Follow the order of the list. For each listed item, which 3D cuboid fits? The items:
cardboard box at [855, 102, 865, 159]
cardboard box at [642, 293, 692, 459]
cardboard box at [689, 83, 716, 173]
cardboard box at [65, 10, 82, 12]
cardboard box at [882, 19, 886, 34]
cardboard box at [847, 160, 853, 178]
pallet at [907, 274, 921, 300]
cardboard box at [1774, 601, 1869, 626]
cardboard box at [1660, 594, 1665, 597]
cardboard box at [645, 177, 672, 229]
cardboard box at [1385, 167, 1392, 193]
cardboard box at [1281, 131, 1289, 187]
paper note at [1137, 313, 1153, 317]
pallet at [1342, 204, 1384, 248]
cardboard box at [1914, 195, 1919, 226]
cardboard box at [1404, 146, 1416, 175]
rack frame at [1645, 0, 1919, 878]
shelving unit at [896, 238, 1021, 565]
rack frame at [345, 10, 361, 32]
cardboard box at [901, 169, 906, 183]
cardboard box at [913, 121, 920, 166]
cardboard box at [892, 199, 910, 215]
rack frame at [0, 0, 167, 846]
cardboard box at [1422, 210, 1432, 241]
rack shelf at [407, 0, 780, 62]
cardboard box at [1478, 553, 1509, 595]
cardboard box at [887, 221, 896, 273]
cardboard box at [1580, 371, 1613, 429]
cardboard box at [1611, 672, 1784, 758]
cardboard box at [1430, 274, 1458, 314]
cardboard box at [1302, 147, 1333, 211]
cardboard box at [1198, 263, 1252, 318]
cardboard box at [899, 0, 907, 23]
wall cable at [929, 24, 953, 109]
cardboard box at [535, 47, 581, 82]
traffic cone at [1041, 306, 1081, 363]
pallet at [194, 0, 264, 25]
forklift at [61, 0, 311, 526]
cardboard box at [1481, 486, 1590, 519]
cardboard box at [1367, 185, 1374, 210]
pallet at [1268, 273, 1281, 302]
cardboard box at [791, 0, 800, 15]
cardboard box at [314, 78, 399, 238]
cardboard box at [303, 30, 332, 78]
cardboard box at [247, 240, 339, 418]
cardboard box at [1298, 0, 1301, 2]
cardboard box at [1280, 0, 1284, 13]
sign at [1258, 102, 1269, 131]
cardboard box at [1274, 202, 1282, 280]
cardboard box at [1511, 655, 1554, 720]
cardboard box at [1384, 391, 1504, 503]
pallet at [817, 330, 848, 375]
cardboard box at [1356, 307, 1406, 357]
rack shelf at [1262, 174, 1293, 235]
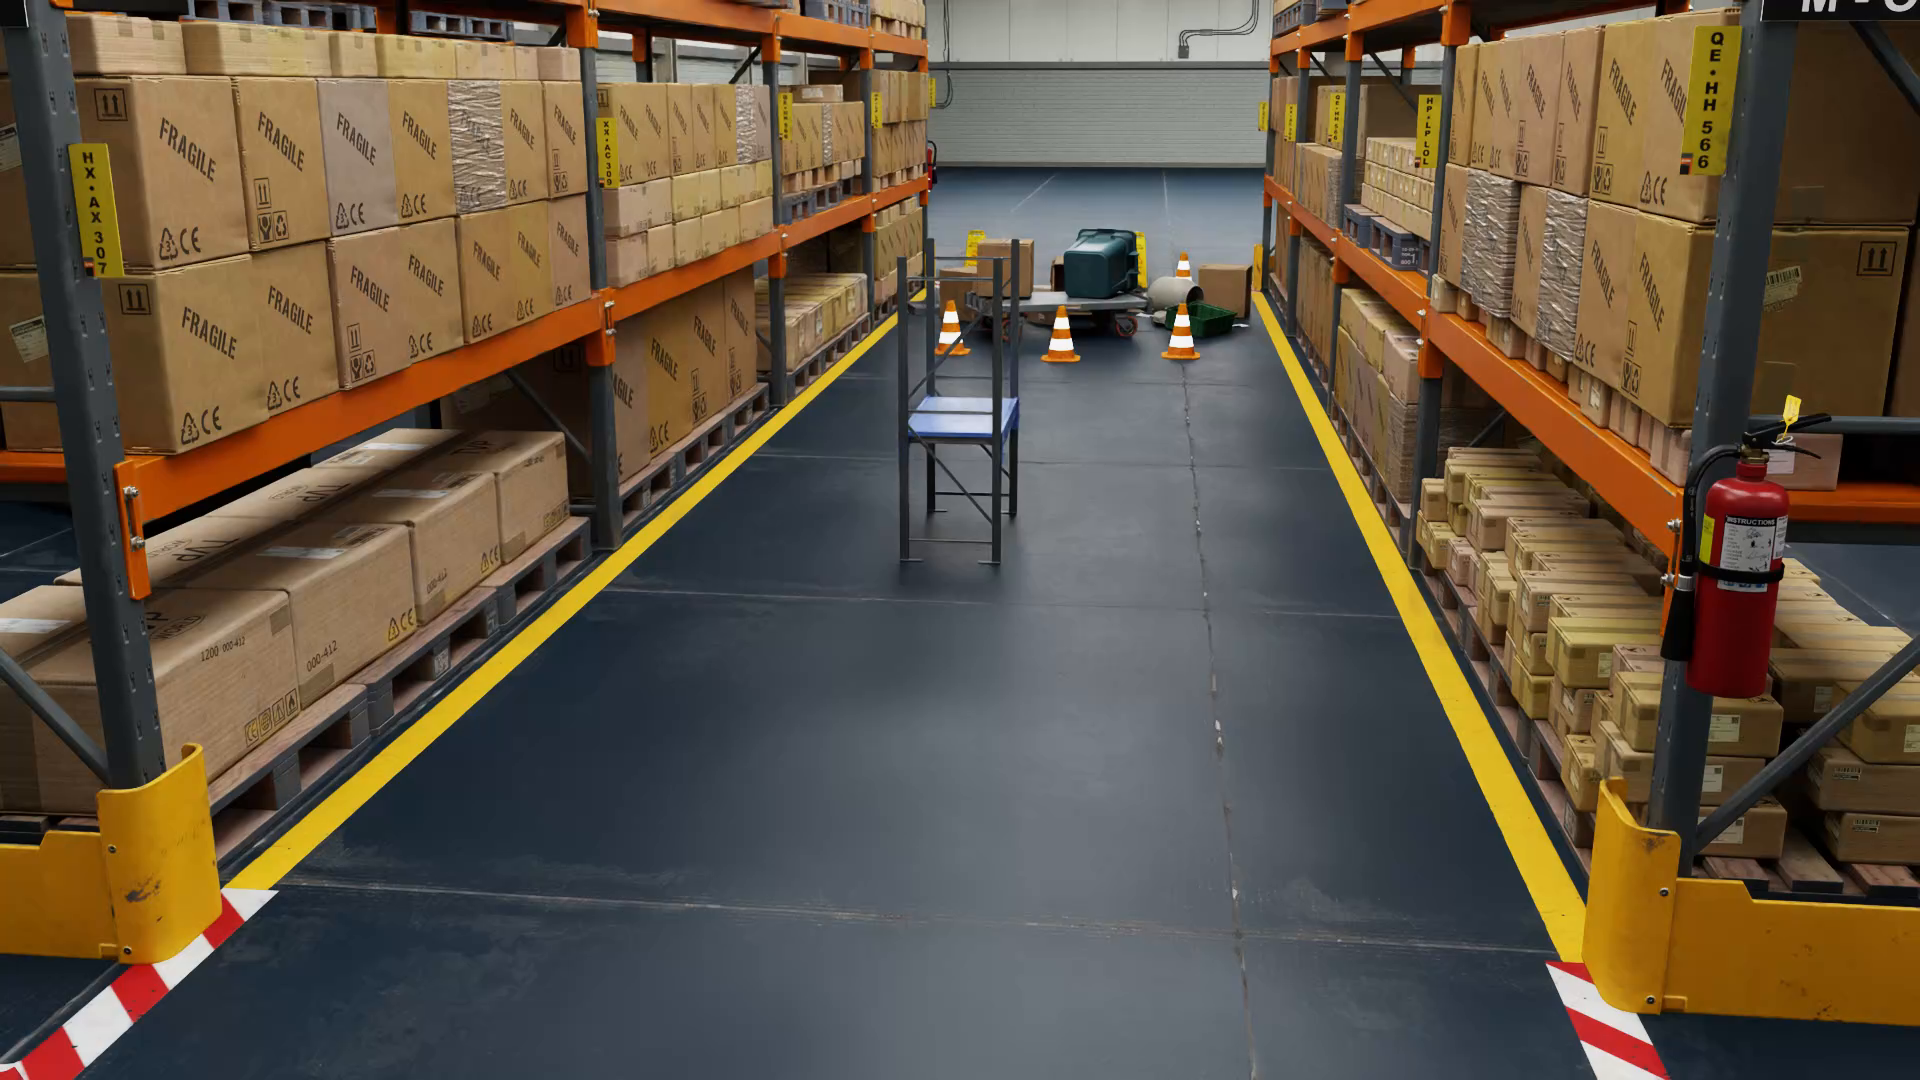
[{"bbox_3d":[-1.158,-3.756,15.241,0.500,0.500,0.500,1,15,5],"label":"cardboard box"},{"bbox_3d":[-2.152,-0.988,9.836,0.875,0.875,0.875,2,15,8],"label":"cardboard box"},{"bbox_3d":[-1.761,-2.447,9.858,0.500,0.500,0.500,1,15,5],"label":"cardboard box"},{"bbox_3d":[-6.535,-3.831,11.626,0.500,0.250,0.500,1,15,4],"label":"cardboard box"},{"bbox_3d":[-0.943,-5.155,16.715,0.380,0.149,0.250,1,15,5],"label":"cardboard box"},{"bbox_3d":[-1.159,-3.292,14.768,0.380,0.149,0.250,1,15,5],"label":"cardboard box"},{"bbox_3d":[-1.018,-2.950,19.169,1.003,0.211,1.213,2,15,6],"label":"pallet"},{"bbox_3d":[2.651,0.301,5.321,0.380,0.149,0.250,1,15,4],"label":"cardboard box"},{"bbox_3d":[2.644,0.303,5.882,0.380,0.149,0.250,2,15,9],"label":"cardboard box"},{"bbox_3d":[-1.876,-1.824,8.992,0.500,0.250,0.500,2,15,7],"label":"cardboard box"},{"bbox_3d":[2.778,-2.167,10.037,0.380,0.149,0.250,2,15,6],"label":"cardboard box"},{"bbox_3d":[3.803,-3.958,17.264,0.875,0.550,0.500,2,15,6],"label":"cardboard box"},{"bbox_3d":[1.930,-2.338,17.264,0.172,0.023,0.155,7,17,25],"label":"paper note"},{"bbox_3d":[3.170,-2.051,10.867,1.213,0.211,1.003,2,15,6],"label":"pallet"},{"bbox_3d":[2.556,-1.040,4.083,0.500,0.500,0.500,2,15,6],"label":"cardboard box"},{"bbox_3d":[2.692,-2.110,9.257,0.380,0.149,0.250,1,15,4],"label":"cardboard box"},{"bbox_3d":[2.241,-0.256,3.864,1.000,3.000,0.127,2,15,6],"label":"rack frame"},{"bbox_3d":[0.010,-0.746,8.548,0.538,1.500,1.048,2,15,6],"label":"shelving unit"},{"bbox_3d":[-6.267,-3.634,16.353,1.000,3.000,0.127,2,15,6],"label":"rack frame"},{"bbox_3d":[-0.787,-3.967,18.069,0.380,0.149,0.250,2,15,6],"label":"cardboard box"},{"bbox_3d":[-0.732,-4.439,18.571,0.500,0.500,0.500,2,15,6],"label":"cardboard box"},{"bbox_3d":[-0.752,-3.630,18.125,0.380,0.149,0.250,2,15,9],"label":"cardboard box"},{"bbox_3d":[-2.688,-0.376,4.306,1.000,3.000,0.127,2,15,6],"label":"rack frame"},{"bbox_3d":[2.600,-1.616,8.569,0.380,0.149,0.250,2,15,6],"label":"cardboard box"},{"bbox_3d":[-2.011,-3.033,9.764,1.077,0.370,4.000,2,15,6],"label":"rack shelf"},{"bbox_3d":[2.224,0.157,6.421,0.380,0.149,0.250,2,15,6],"label":"cardboard box"},{"bbox_3d":[-0.951,-3.010,17.074,0.500,0.500,0.500,2,15,9],"label":"cardboard box"},{"bbox_3d":[2.082,-0.424,4.964,0.380,0.149,0.250,2,15,8],"label":"cardboard box"},{"bbox_3d":[2.049,0.485,4.639,0.380,0.149,0.250,2,15,7],"label":"cardboard box"},{"bbox_3d":[2.336,-1.109,7.497,0.380,0.149,0.250,2,15,8],"label":"cardboard box"},{"bbox_3d":[3.153,-3.028,13.922,0.500,0.500,0.500,2,15,6],"label":"cardboard box"},{"bbox_3d":[2.751,-2.596,17.301,0.500,0.500,0.500,4,16,16],"label":"cardboard box"},{"bbox_3d":[-0.839,-5.508,17.257,0.500,0.250,0.500,2,15,7],"label":"cardboard box"},{"bbox_3d":[-1.758,-14.420,50.699,3.097,2.526,0.112,2,15,6],"label":"wall cable"},{"bbox_3d":[-1.956,-2.168,7.585,0.380,0.149,0.250,1,15,5],"label":"cardboard box"},{"bbox_3d":[0.878,-1.796,14.418,0.336,0.463,0.334,2,15,6],"label":"traffic cone"},{"bbox_3d":[-6.607,-4.422,13.883,1.003,0.211,1.213,2,15,9],"label":"pallet"},{"bbox_3d":[-5.087,-1.766,9.578,3.031,2.935,1.130,13,20,39],"label":"forklift"},{"bbox_3d":[2.372,-0.119,6.874,0.380,0.149,0.250,1,15,5],"label":"cardboard box"},{"bbox_3d":[2.863,-2.233,10.851,0.380,0.149,0.250,2,15,9],"label":"cardboard box"},{"bbox_3d":[4.034,-2.850,18.799,1.003,0.211,1.213,2,15,6],"label":"pallet"},{"bbox_3d":[-1.642,-4.345,13.041,0.797,0.503,0.637,2,15,6],"label":"cardboard box"},{"bbox_3d":[-2.250,-1.291,5.583,0.500,0.500,0.500,2,15,6],"label":"cardboard box"},{"bbox_3d":[-2.282,-1.577,5.396,0.380,0.149,0.250,2,15,7],"label":"cardboard box"},{"bbox_3d":[-2.320,-0.672,5.211,0.500,0.500,0.500,1,15,5],"label":"cardboard box"},{"bbox_3d":[3.319,-5.050,15.332,0.380,0.149,0.250,2,15,6],"label":"cardboard box"},{"bbox_3d":[3.576,-5.643,17.521,0.380,0.149,0.250,2,15,6],"label":"cardboard box"},{"bbox_3d":[3.496,-4.880,19.153,0.100,0.325,0.005,2,15,6],"label":"sign"},{"bbox_3d":[4.036,-3.405,18.776,0.875,0.875,0.875,2,15,7],"label":"cardboard box"},{"bbox_3d":[2.119,0.506,5.700,0.380,0.149,0.250,1,15,4],"label":"cardboard box"},{"bbox_3d":[2.526,-0.489,8.709,0.500,0.500,0.500,1,15,5],"label":"cardboard box"},{"bbox_3d":[-1.556,-1.623,14.260,1.003,0.211,1.213,2,15,6],"label":"pallet"},{"bbox_3d":[2.700,-1.258,10.116,0.500,0.250,0.500,2,15,7],"label":"cardboard box"},{"bbox_3d":[3.821,-3.540,17.386,1.077,0.370,4.000,2,15,6],"label":"rack shelf"}]
